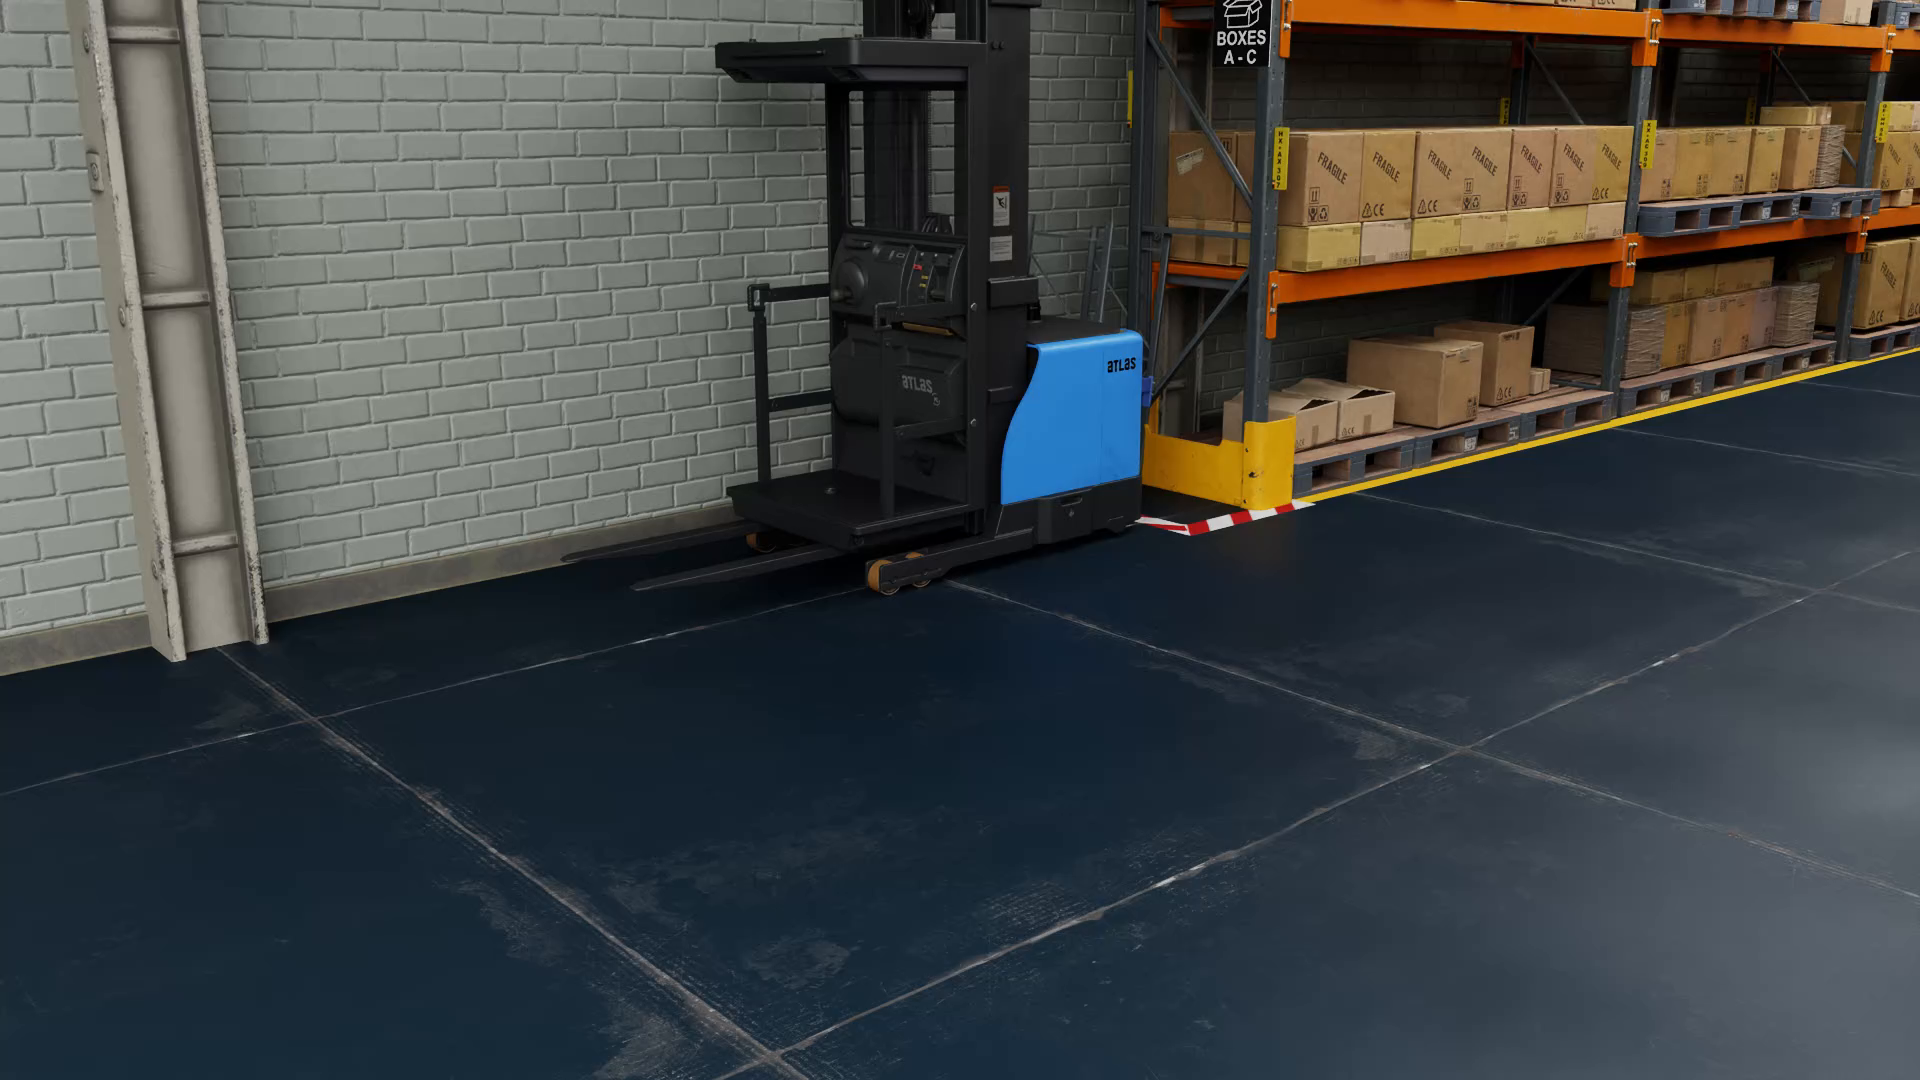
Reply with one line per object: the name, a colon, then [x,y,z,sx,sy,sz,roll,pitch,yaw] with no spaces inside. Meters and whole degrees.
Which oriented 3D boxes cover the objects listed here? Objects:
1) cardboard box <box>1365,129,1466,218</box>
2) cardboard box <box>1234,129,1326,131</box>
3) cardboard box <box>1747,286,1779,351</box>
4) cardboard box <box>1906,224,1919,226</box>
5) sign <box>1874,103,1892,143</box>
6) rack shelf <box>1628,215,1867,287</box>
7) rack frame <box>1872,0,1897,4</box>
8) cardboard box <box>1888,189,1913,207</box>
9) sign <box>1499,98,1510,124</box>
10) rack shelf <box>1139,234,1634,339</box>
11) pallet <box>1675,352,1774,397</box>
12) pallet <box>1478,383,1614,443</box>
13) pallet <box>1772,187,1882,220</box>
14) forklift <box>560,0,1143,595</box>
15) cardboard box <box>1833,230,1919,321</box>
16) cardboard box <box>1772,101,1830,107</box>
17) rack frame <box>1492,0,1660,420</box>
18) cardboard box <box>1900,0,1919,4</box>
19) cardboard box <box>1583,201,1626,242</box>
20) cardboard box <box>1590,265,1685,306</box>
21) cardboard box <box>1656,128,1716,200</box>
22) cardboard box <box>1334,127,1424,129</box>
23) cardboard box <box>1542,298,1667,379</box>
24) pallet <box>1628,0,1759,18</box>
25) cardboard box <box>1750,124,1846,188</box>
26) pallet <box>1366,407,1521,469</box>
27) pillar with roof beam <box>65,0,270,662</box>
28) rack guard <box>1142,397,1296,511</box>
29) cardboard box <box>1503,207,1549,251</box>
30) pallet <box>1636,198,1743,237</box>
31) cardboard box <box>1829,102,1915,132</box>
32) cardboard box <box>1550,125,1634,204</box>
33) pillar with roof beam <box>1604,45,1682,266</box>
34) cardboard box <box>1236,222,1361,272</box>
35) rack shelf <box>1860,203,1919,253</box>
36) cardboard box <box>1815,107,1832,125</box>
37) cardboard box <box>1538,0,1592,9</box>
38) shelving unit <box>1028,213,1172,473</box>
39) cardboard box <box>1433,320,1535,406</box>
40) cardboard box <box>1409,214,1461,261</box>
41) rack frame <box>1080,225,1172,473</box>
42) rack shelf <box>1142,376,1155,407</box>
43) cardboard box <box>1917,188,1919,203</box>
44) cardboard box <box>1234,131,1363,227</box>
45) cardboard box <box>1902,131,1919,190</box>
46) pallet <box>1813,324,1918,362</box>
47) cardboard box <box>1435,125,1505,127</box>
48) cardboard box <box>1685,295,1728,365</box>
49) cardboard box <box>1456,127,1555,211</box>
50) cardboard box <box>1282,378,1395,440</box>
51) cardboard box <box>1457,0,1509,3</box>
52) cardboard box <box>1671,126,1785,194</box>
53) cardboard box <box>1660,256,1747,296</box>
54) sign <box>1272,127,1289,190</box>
cardboard box: [2.695,-2.228,10.077,0.500,0.500,0.500,-13,20,-41]
cardboard box: [1.967,-2.242,10.130,0.500,0.500,0.500,-12,19,-39]
cardboard box: [6.425,-1.901,14.047,0.500,0.500,0.700,-13,20,-39]
cardboard box: [10.012,-2.800,16.771,0.750,0.750,0.750,-12,19,-39]
sign: [7.763,-3.510,13.989,0.005,0.325,0.100,-13,19,-39]
rack shelf: [5.891,-2.407,13.342,4.000,0.370,1.077,-13,19,-39]
rack frame: [7.399,-5.992,13.744,0.127,3.000,1.000,-13,19,-39]
cardboard box: [8.252,-3.062,14.848,0.250,0.149,0.380,-12,19,-38]
sign: [4.015,-3.083,12.234,0.005,0.325,0.100,-13,19,-39]
rack shelf: [2.873,-1.729,10.806,4.000,0.370,1.077,-13,19,-39]
pallet: [5.889,-1.408,13.614,1.213,0.211,1.003,-13,19,-39]
pallet: [3.898,-0.948,11.889,1.213,0.211,1.003,-13,19,-39]
pallet: [6.932,-2.859,14.013,1.003,0.211,1.213,-13,19,-39]
forklift: [-0.467,-1.310,7.973,3.031,2.935,1.130,-13,20,-40]
cardboard box: [8.705,-2.504,15.663,0.750,0.750,0.750,-13,20,-40]
cardboard box: [7.571,-3.785,14.844,0.500,0.250,0.500,-12,19,-38]
rack frame: [4.382,-2.416,11.981,0.127,3.000,1.000,-13,19,-39]
cardboard box: [8.093,-4.997,14.785,0.500,0.500,0.700,-14,20,-42]
cardboard box: [4.223,-2.214,11.477,0.500,0.250,0.500,-13,19,-39]
cardboard box: [5.256,-1.986,12.911,0.500,0.250,0.500,-13,20,-41]
cardboard box: [5.214,-2.849,12.559,0.500,0.500,0.700,-10,18,-34]
cardboard box: [2.734,-2.416,10.781,0.500,0.500,0.500,-12,19,-39]
cardboard box: [4.926,-1.549,12.726,0.500,0.500,0.700,-12,19,-38]
pallet: [4.917,-3.858,11.932,1.003,0.211,1.213,-13,19,-39]
cardboard box: [7.051,-3.273,14.143,0.700,0.500,0.500,13,20,40]
pallet: [2.978,-0.740,11.112,1.213,0.211,1.003,-13,19,-39]
pillar with roof beam: [-0.376,-3.069,2.802,0.400,9.000,9.100,-13,19,-39]
rack guard: [1.422,-0.543,9.815,0.348,0.500,1.175,-13,19,-39]
cardboard box: [3.473,-2.043,10.836,0.500,0.250,0.500,-13,20,-40]
pallet: [5.054,-2.424,12.385,1.213,0.211,1.003,-13,19,-39]
cardboard box: [7.933,-3.689,14.486,0.500,0.250,0.500,-12,19,-38]
cardboard box: [4.228,-2.575,11.376,0.500,0.500,0.500,-13,20,-39]
pillar with roof beam: [8.677,-5.102,10.412,0.400,9.000,9.100,-13,19,-39]
cardboard box: [1.941,-1.696,9.539,0.500,0.250,0.500,-13,20,-41]
rack shelf: [8.908,-3.085,15.879,4.000,0.370,1.077,-13,19,-39]
cardboard box: [7.159,-3.603,14.124,0.380,0.149,0.250,13,20,40]
cardboard box: [3.773,-3.706,10.767,0.500,0.500,0.500,14,20,42]
shelving unit: [0.722,-1.048,9.496,0.538,1.500,1.048,10,10,23]
cardboard box: [3.625,-1.237,11.560,0.500,0.500,0.500,14,21,43]
cardboard box: [2.711,-1.872,10.198,0.500,0.250,0.500,-13,20,-40]
rack frame: [0.932,-1.101,9.956,0.500,1.500,0.032,10,10,23]
rack shelf: [0.703,-0.871,9.526,0.538,0.185,1.000,10,10,23]
cardboard box: [8.752,-3.216,15.424,0.250,0.149,0.380,-12,19,-39]
cardboard box: [1.922,-2.060,9.448,0.500,0.500,0.500,-13,19,-39]
cardboard box: [8.335,-3.414,14.911,0.500,0.500,0.500,-12,19,-38]
pallet: [8.044,-1.865,15.323,1.213,0.211,1.003,-13,19,-39]
cardboard box: [3.497,-2.589,11.430,0.500,0.500,0.500,-13,20,-40]
cardboard box: [5.694,-1.724,13.384,0.500,0.500,0.700,-12,19,-39]
cardboard box: [3.468,-2.406,10.744,0.500,0.500,0.500,-13,20,-41]
cardboard box: [2.375,-0.848,10.469,0.500,0.311,0.500,-11,18,-35]
cardboard box: [2.989,-3.521,10.074,0.500,0.500,0.500,-11,19,-36]
cardboard box: [6.126,-3.057,13.337,0.500,0.500,0.700,-13,19,-39]
cardboard box: [6.035,-2.156,13.547,0.500,0.250,0.500,-13,20,-40]
sign: [1.721,-2.051,8.937,0.005,0.325,0.100,-13,19,-39]
